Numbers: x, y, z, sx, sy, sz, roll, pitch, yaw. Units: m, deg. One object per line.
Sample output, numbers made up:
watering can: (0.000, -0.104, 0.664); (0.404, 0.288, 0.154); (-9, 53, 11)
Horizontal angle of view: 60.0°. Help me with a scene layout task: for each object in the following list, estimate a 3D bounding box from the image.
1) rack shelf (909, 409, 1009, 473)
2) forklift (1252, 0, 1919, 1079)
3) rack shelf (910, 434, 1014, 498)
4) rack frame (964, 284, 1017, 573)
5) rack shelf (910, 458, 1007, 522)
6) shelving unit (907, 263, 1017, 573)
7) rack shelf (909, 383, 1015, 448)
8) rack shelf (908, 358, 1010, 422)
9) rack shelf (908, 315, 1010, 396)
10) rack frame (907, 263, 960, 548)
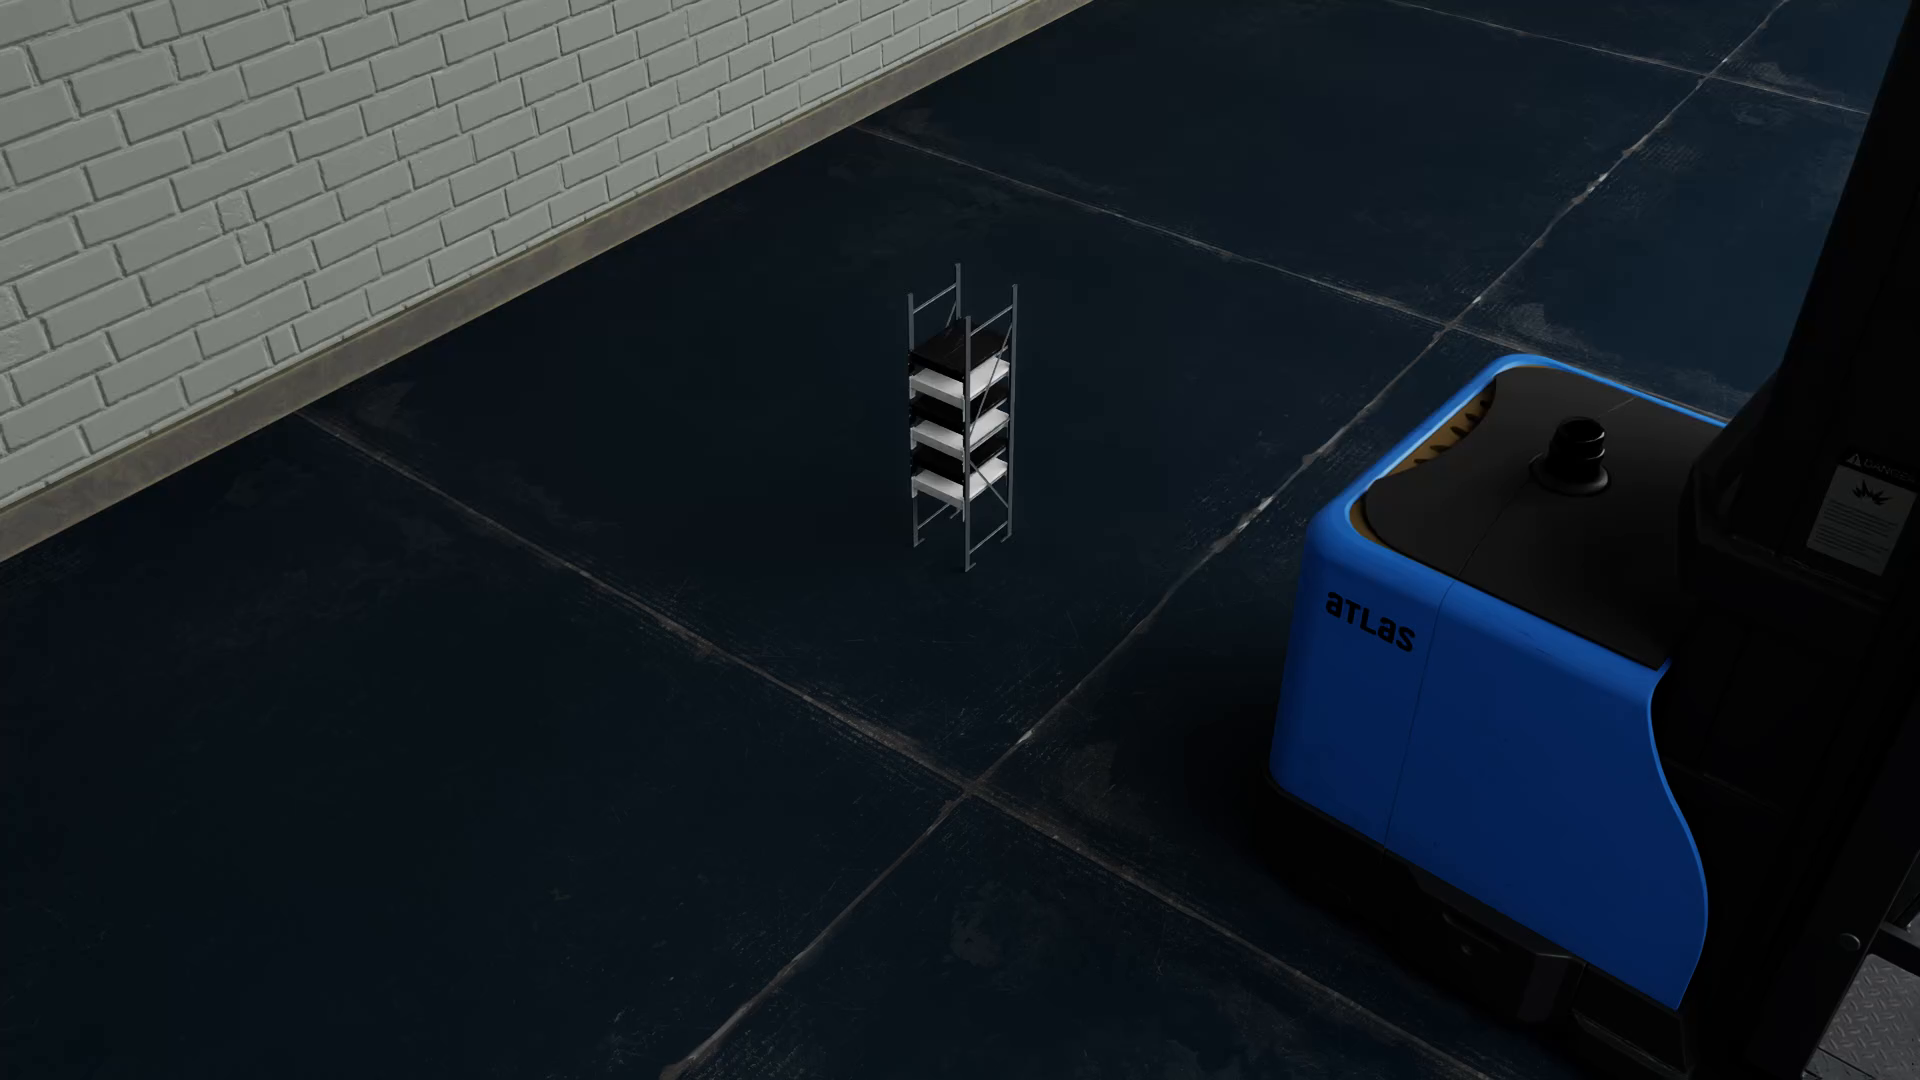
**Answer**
rack shelf: (0.006, -0.325, 4.989); (0.200, 0.077, 0.258); (25, 45, 29)
forklift: (2.177, 0.024, 2.841); (3.031, 2.935, 1.130); (28, 46, 31)
rack shelf: (0.006, -0.254, 5.045); (0.200, 0.077, 0.258); (25, 45, 29)
rack frame: (0.087, -0.313, 4.920); (0.006, 0.900, 0.240); (25, 45, 29)
rack shelf: (0.006, -0.183, 5.100); (0.200, 0.077, 0.258); (25, 45, 29)
shelving unit: (0.006, -0.351, 4.969); (0.210, 0.900, 0.258); (25, 45, 29)
rack shelf: (0.006, -0.396, 4.934); (0.200, 0.077, 0.258); (25, 45, 29)
rack shelf: (0.006, -0.467, 4.878); (0.200, 0.077, 0.258); (25, 45, 29)
rack shelf: (0.006, -0.538, 4.823); (0.200, 0.077, 0.258); (25, 45, 29)
rack frame: (-0.074, -0.389, 5.017); (0.006, 0.900, 0.240); (25, 45, 29)
